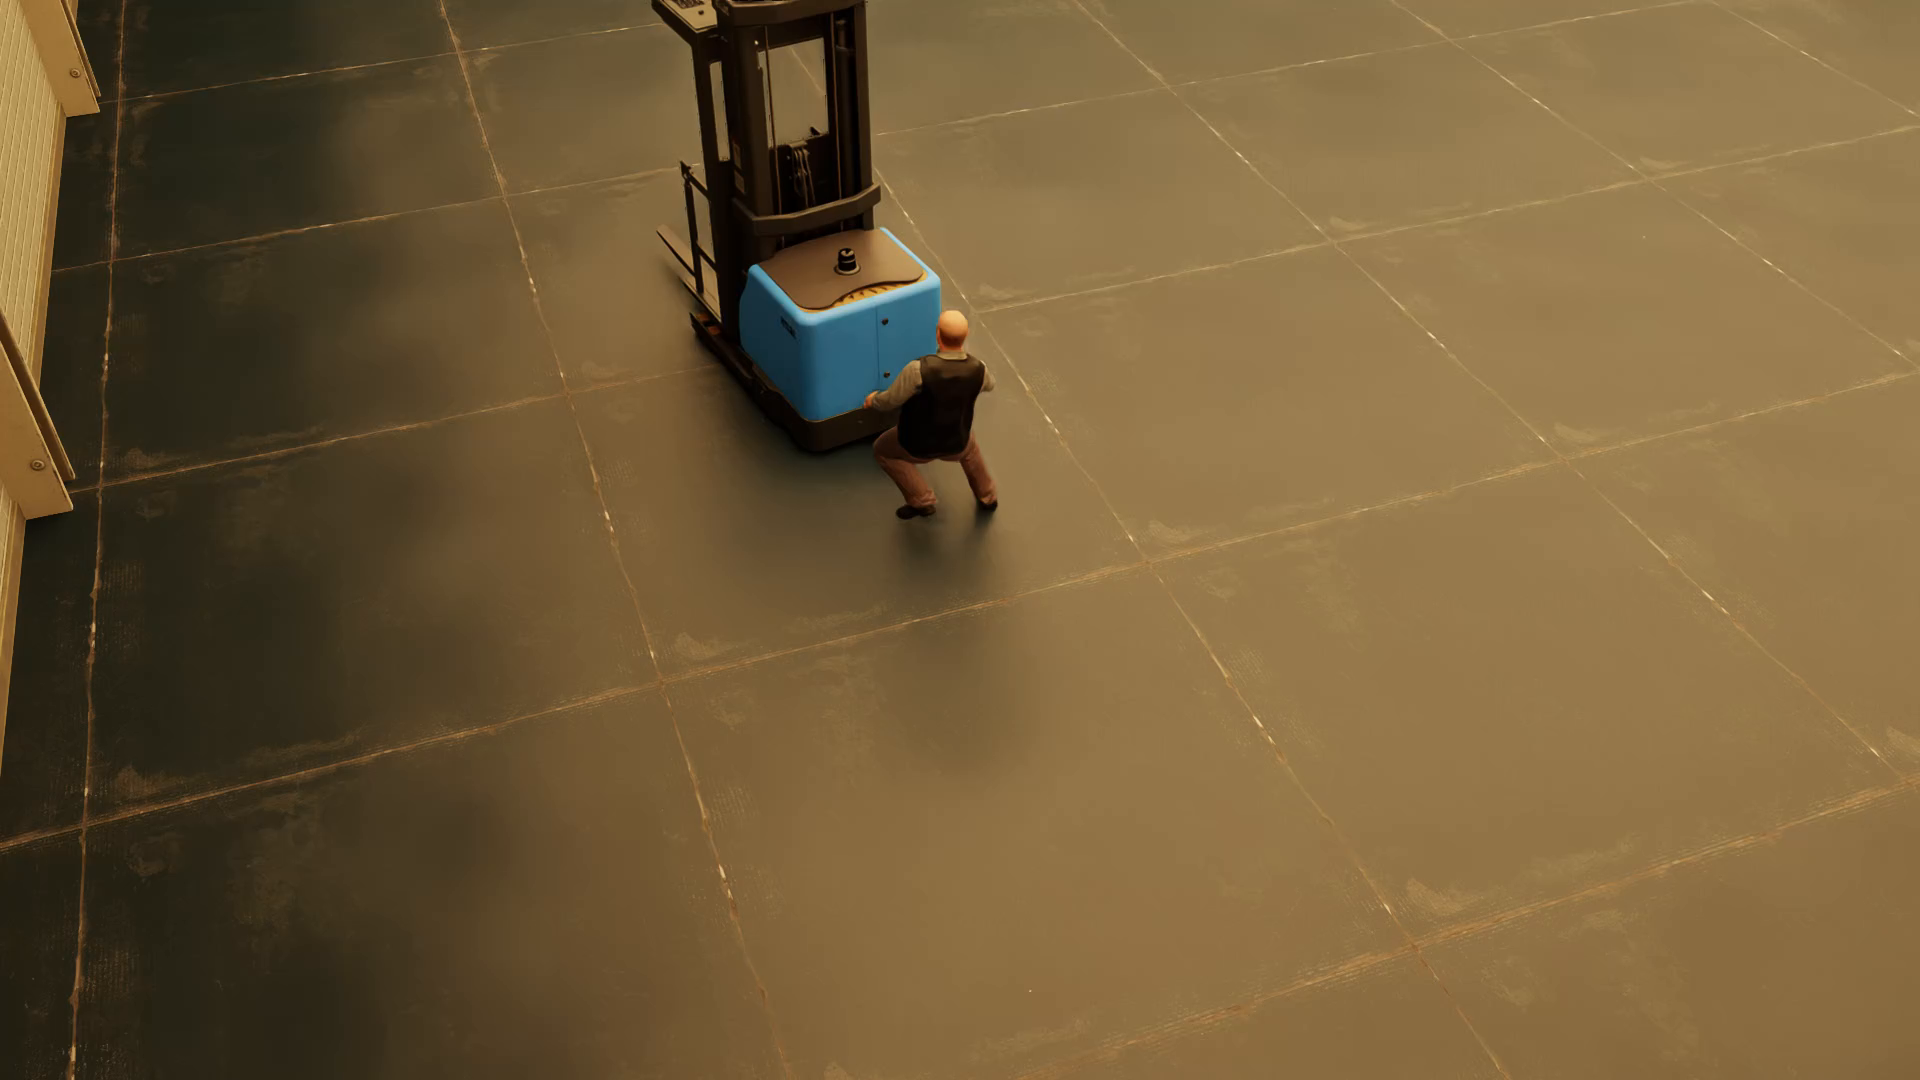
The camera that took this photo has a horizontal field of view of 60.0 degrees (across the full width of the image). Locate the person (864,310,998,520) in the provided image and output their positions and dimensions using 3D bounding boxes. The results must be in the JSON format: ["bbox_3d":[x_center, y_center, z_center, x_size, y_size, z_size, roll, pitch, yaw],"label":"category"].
[{"bbox_3d":[-0.135,-0.740,9.939,0.840,1.571,0.696,-12,42,-14],"label":"person"}]

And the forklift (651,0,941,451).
[{"bbox_3d":[-1.285,-2.629,11.128,1.130,2.935,3.031,-21,44,-23],"label":"forklift"}]
